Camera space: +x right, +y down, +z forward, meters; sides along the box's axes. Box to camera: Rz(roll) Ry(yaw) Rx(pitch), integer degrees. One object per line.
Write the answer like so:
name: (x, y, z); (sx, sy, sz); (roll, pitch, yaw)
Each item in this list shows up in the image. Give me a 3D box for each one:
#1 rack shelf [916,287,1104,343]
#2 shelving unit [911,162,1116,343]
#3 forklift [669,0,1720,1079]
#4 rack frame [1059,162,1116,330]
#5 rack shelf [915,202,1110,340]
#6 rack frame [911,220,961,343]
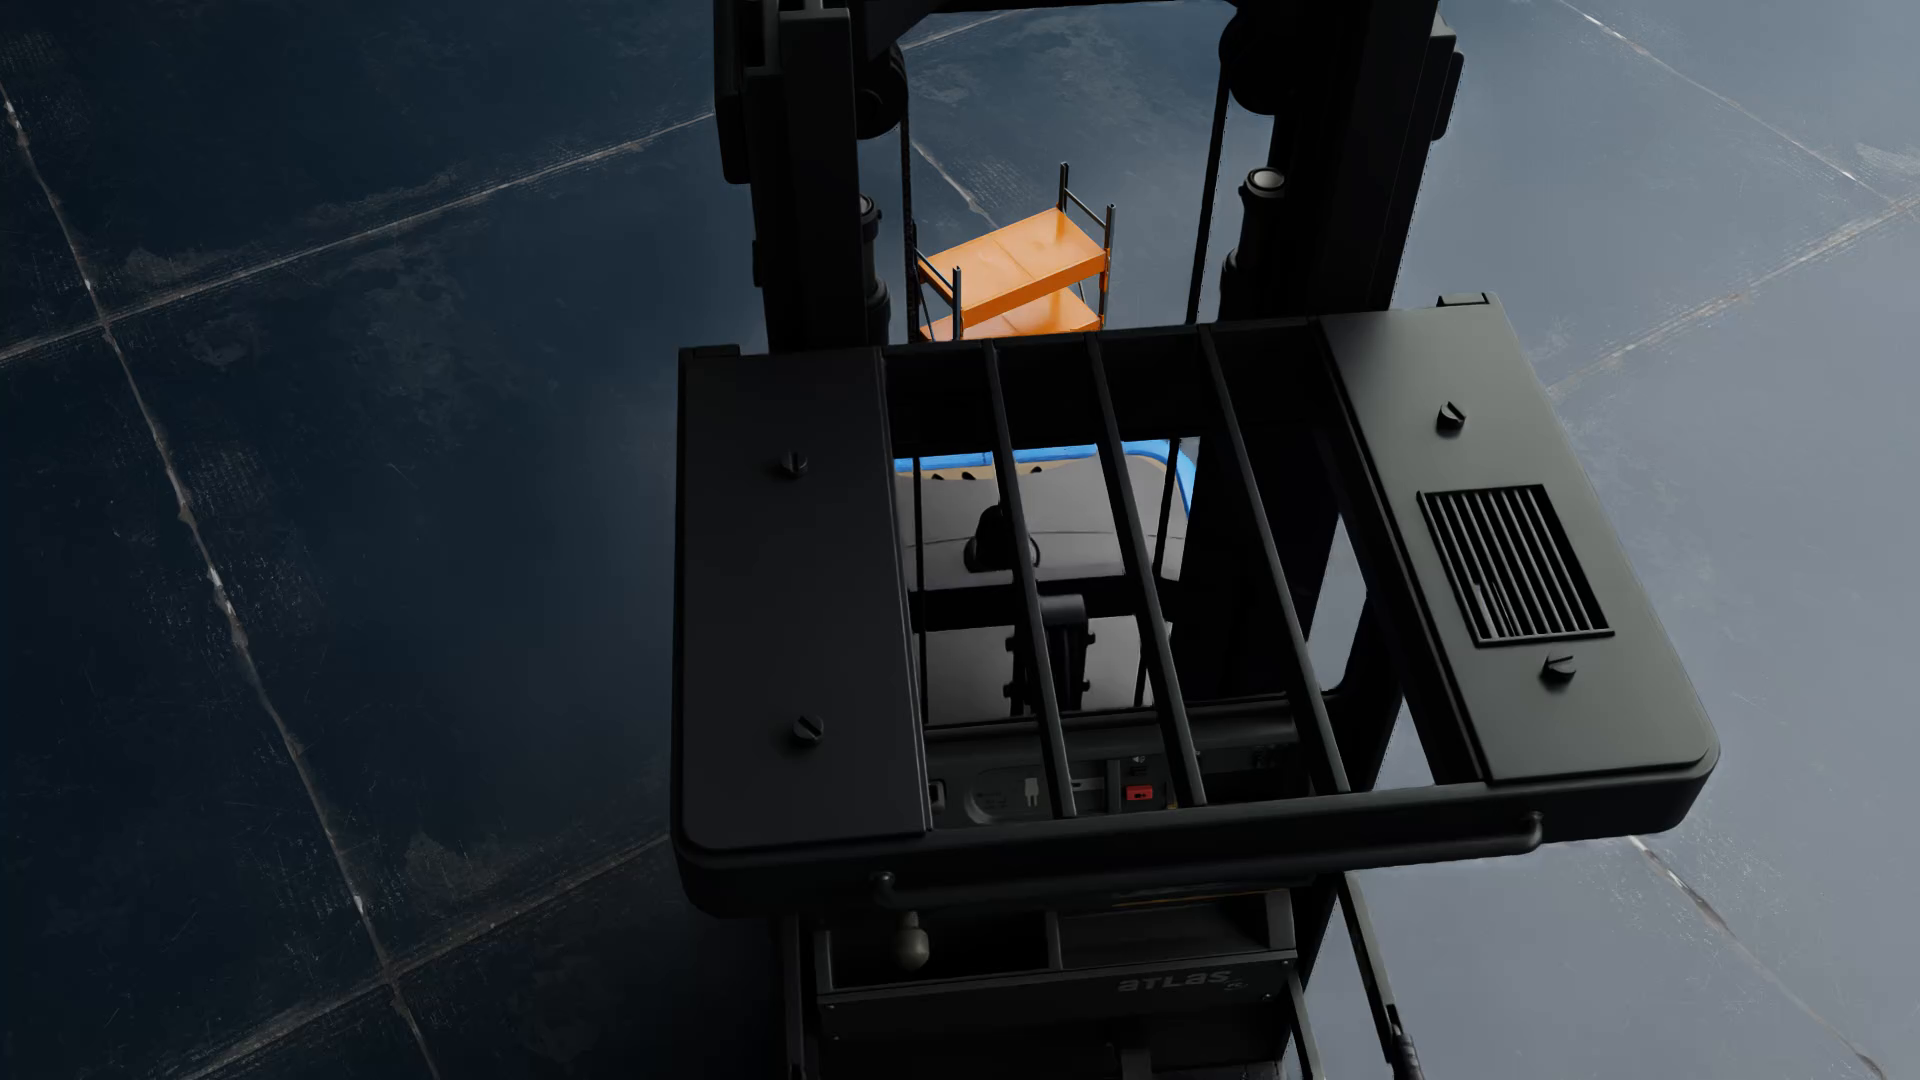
rack shelf: (0.140, -0.569, 4.744); (0.480, 0.148, 0.258); (-25, 53, -21)
shelving unit: (0.140, -0.465, 4.861); (0.503, 1.200, 0.258); (-25, 53, -21)
forklift: (0.208, 0.621, 2.734); (1.130, 2.935, 3.031); (-4, 48, -4)
rack frame: (0.346, -0.562, 4.947); (0.015, 1.200, 0.240); (-25, 53, -21)
rack shelf: (0.140, -0.726, 4.567); (0.480, 0.148, 0.258); (-25, 53, -21)
rack frame: (-0.066, -0.368, 4.774); (0.015, 1.200, 0.240); (-25, 53, -21)
